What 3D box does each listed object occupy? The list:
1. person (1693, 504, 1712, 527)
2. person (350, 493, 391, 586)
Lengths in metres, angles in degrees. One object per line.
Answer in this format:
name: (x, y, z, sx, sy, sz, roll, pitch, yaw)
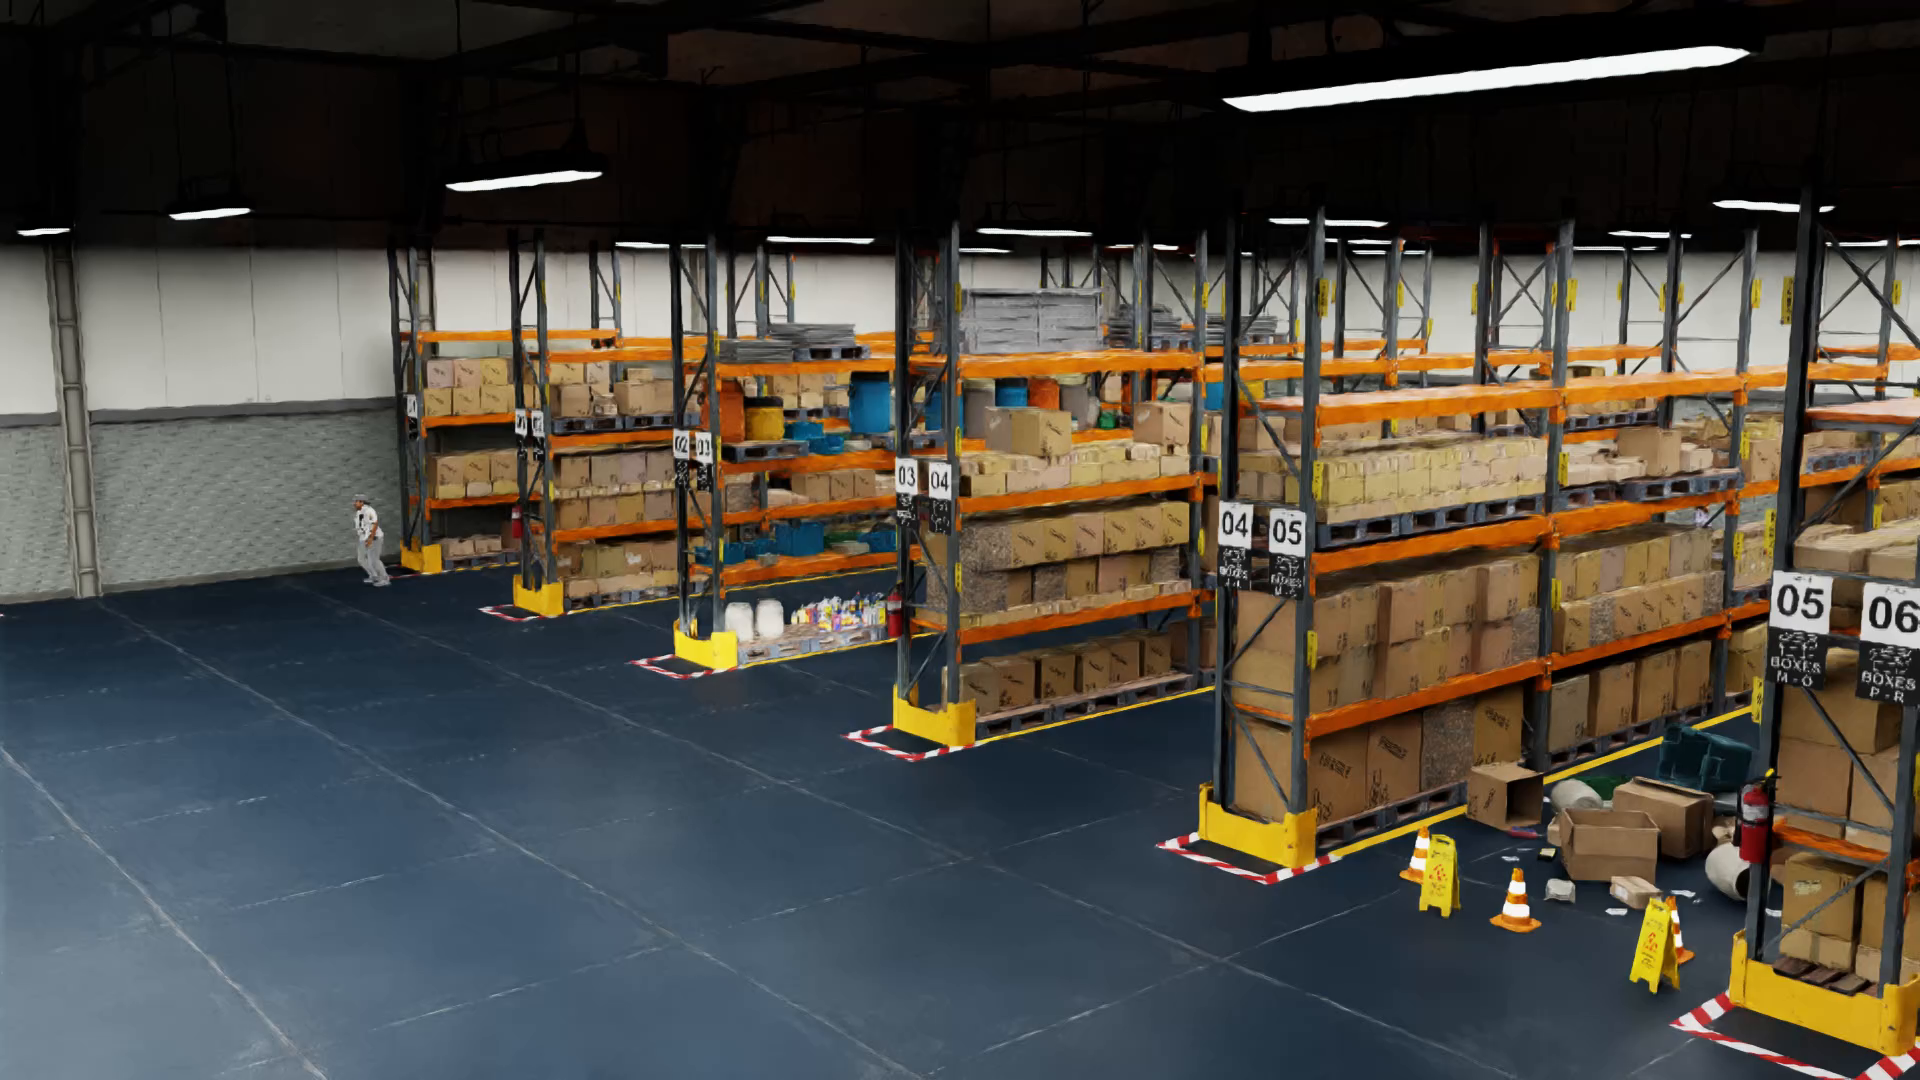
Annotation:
person: (12.273, 0.123, 27.535, 0.445, 1.646, 0.579, 3, 9, 20)
person: (-10.188, -0.015, 28.651, 0.582, 1.610, 0.625, -8, 12, -41)
